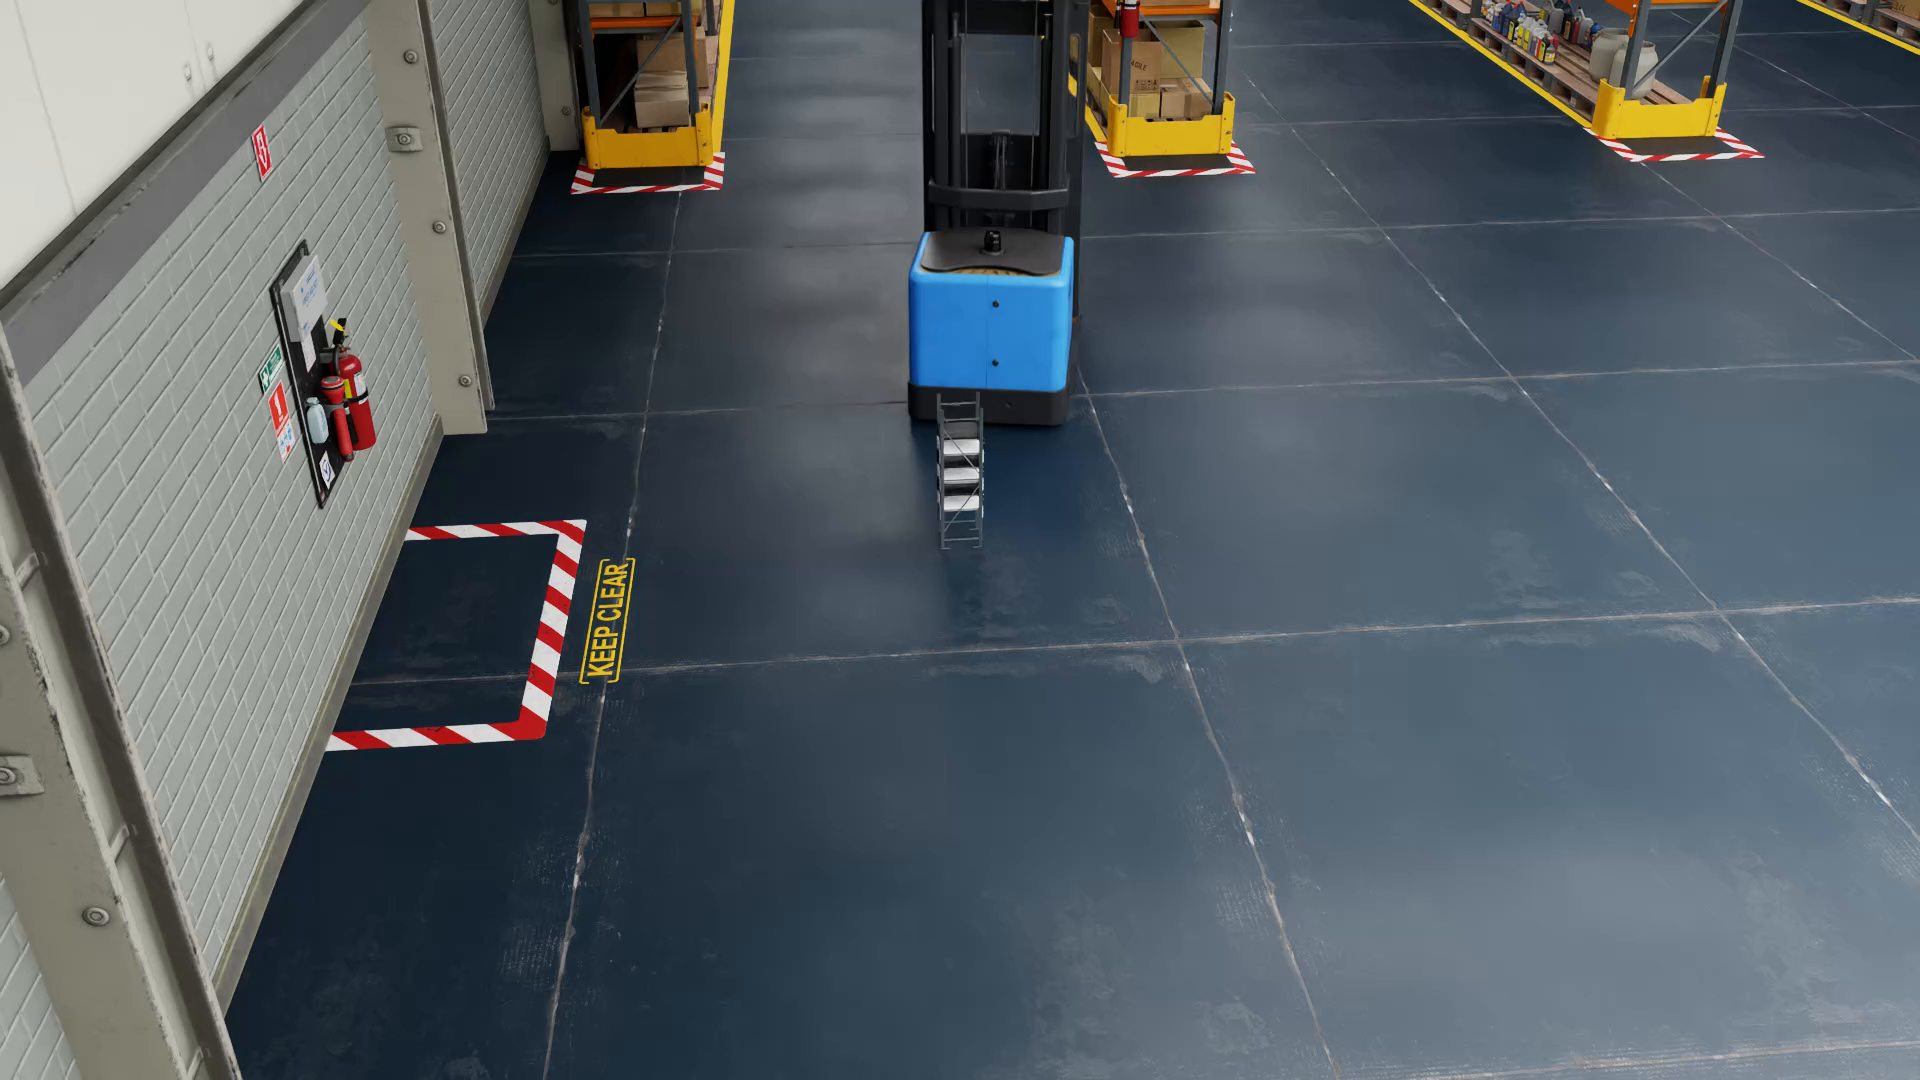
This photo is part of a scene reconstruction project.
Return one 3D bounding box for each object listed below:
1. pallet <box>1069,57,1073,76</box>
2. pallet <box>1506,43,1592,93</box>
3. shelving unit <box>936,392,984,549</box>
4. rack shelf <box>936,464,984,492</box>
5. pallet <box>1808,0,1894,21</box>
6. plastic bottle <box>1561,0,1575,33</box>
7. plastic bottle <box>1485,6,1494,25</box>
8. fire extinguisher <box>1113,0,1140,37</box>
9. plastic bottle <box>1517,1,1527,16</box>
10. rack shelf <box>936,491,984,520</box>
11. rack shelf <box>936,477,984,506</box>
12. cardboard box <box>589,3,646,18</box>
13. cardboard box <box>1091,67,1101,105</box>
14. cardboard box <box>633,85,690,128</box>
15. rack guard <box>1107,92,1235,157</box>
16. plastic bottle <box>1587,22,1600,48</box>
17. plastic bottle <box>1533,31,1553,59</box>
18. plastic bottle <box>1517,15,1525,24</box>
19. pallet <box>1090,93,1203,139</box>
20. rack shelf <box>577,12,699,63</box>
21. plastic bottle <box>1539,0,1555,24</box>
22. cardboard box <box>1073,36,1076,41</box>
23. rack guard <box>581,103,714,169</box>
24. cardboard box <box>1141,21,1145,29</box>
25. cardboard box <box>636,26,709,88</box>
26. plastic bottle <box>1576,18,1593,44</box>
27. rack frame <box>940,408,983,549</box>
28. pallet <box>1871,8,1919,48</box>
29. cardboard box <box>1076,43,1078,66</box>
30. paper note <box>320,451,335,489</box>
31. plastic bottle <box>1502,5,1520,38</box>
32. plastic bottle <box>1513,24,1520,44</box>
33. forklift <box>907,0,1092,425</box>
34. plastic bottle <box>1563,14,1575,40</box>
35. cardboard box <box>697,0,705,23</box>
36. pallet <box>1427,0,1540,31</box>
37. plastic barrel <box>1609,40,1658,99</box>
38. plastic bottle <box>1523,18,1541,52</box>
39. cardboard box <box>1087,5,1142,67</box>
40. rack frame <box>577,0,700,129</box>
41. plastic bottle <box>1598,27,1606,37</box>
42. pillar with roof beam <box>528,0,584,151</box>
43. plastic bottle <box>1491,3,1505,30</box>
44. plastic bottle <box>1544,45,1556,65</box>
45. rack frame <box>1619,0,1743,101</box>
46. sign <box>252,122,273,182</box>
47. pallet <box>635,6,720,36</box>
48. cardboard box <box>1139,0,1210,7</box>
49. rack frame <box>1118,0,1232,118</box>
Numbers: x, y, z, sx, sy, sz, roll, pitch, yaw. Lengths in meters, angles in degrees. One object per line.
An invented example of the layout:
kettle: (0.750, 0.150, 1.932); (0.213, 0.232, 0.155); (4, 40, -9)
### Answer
pallet: (1.670, -5.509, 18.767); (1.003, 0.211, 1.213); (-3, 31, -5)
pallet: (6.708, -5.183, 18.222); (1.003, 0.211, 1.213); (-3, 31, -5)
shelving unit: (-0.001, -0.390, 9.526); (0.258, 0.900, 0.210); (-3, 31, -5)
rack shelf: (-0.001, -0.362, 9.543); (0.258, 0.077, 0.200); (-3, 31, -5)
pallet: (11.427, -6.787, 20.907); (1.003, 0.211, 1.213); (-3, 31, -5)
plastic bottle: (6.935, -5.988, 19.005); (0.144, 0.351, 0.185); (-4, 31, -7)
plastic bottle: (6.172, -6.102, 19.340); (0.097, 0.201, 0.097); (0, 31, 0)
fire extinguisher: (1.560, -4.956, 15.198); (0.296, 0.674, 0.183); (-3, 31, -5)
plastic bottle: (6.375, -5.976, 18.984); (0.144, 0.351, 0.185); (-3, 31, -5)
rack shelf: (-0.001, -0.207, 9.636); (0.258, 0.077, 0.200); (-3, 31, -5)
rack shelf: (-0.001, -0.285, 9.589); (0.258, 0.077, 0.200); (-3, 31, -5)
cardboard box: (-3.157, -5.006, 15.333); (0.500, 0.250, 0.500); (-2, 31, -4)
cardboard box: (1.608, -4.586, 16.775); (0.500, 0.250, 0.500); (-3, 31, -5)
cardboard box: (-2.895, -4.225, 16.091); (0.500, 0.311, 0.500); (-6, 31, -10)
rack guard: (2.013, -3.987, 15.937); (1.175, 0.500, 0.348); (-3, 31, -5)
plastic bottle: (7.024, -5.595, 18.424); (0.097, 0.271, 0.097); (0, 31, 0)
plastic bottle: (6.339, -5.374, 18.049); (0.152, 0.276, 0.135); (-3, 31, -4)
plastic bottle: (6.300, -5.766, 18.709); (0.097, 0.271, 0.097); (0, 31, 0)
pallet: (1.898, -4.263, 16.682); (1.003, 0.211, 1.213); (-3, 31, -5)
rack shelf: (-3.107, -5.545, 16.810); (1.077, 0.370, 4.000); (-3, 31, -5)
plastic bottle: (6.773, -6.080, 19.157); (0.144, 0.351, 0.185); (-3, 31, -5)
cardboard box: (1.463, -5.674, 17.864); (0.500, 0.500, 0.500); (-3, 31, -5)
rack guard: (-2.928, -3.799, 15.622); (1.175, 0.500, 0.348); (-3, 31, -5)
cardboard box: (2.074, -5.188, 17.051); (0.500, 0.500, 0.500); (-3, 31, -5)
cardboard box: (-2.968, -4.974, 17.161); (0.700, 0.500, 0.500); (-5, 31, -8)
plastic bottle: (6.976, -5.708, 18.609); (0.152, 0.276, 0.135); (-2, 31, -4)
rack frame: (0.009, -0.339, 9.439); (0.240, 0.900, 0.006); (-3, 31, -5)
pallet: (11.599, -6.049, 19.671); (1.003, 0.211, 1.213); (-3, 31, -5)
cardboard box: (1.515, -5.097, 17.630); (0.500, 0.250, 0.500); (-3, 31, -5)
paper note: (-3.146, -0.350, 8.270); (0.016, 0.148, 0.142); (-3, 31, -5)
plastic bottle: (6.249, -5.873, 18.812); (0.144, 0.351, 0.185); (-4, 31, -7)
plastic bottle: (6.253, -5.663, 18.606); (0.097, 0.201, 0.097); (0, 31, 0)
forklift: (0.319, -2.739, 11.478); (1.130, 2.935, 3.031); (3, 31, 5)
plastic bottle: (6.865, -5.777, 18.716); (0.061, 0.283, 0.133); (-3, 31, -5)
cardboard box: (-3.379, -6.366, 19.491); (0.700, 0.500, 0.500); (-2, 31, -3)
pallet: (6.458, -6.552, 20.513); (1.003, 0.211, 1.213); (-3, 31, -5)
plastic barrel: (6.806, -4.752, 16.797); (0.421, 0.512, 0.421); (0, 31, 0)
plastic bottle: (6.307, -5.561, 18.289); (0.144, 0.351, 0.185); (-2, 31, -3)
cardboard box: (1.557, -5.163, 17.010); (0.500, 0.500, 0.500); (-3, 31, -5)
rack frame: (-2.920, -4.833, 14.916); (1.000, 3.000, 0.127); (-3, 31, -5)
plastic bottle: (7.043, -5.492, 18.251); (0.097, 0.271, 0.097); (0, 31, 0)
pillar with roof beam: (0.439, -7.931, 14.252); (9.100, 9.000, 0.400); (-3, 31, -5)
plastic bottle: (6.220, -6.022, 19.134); (0.152, 0.276, 0.135); (-2, 31, -3)
plastic bottle: (6.335, -5.212, 17.850); (0.097, 0.201, 0.097); (0, 31, 0)
rack frame: (6.943, -5.308, 15.711); (1.000, 3.000, 0.127); (-3, 31, -5)
sign: (-3.192, -1.808, 7.592); (0.001, 0.298, 0.199); (-3, 31, -5)
pallet: (-3.368, -6.075, 19.715); (1.003, 0.211, 1.213); (-3, 31, -5)
cardboard box: (1.980, -5.354, 15.691); (0.700, 0.500, 0.500); (-3, 31, -5)
rack frame: (2.011, -5.072, 15.317); (1.000, 3.000, 0.127); (-3, 31, -5)
